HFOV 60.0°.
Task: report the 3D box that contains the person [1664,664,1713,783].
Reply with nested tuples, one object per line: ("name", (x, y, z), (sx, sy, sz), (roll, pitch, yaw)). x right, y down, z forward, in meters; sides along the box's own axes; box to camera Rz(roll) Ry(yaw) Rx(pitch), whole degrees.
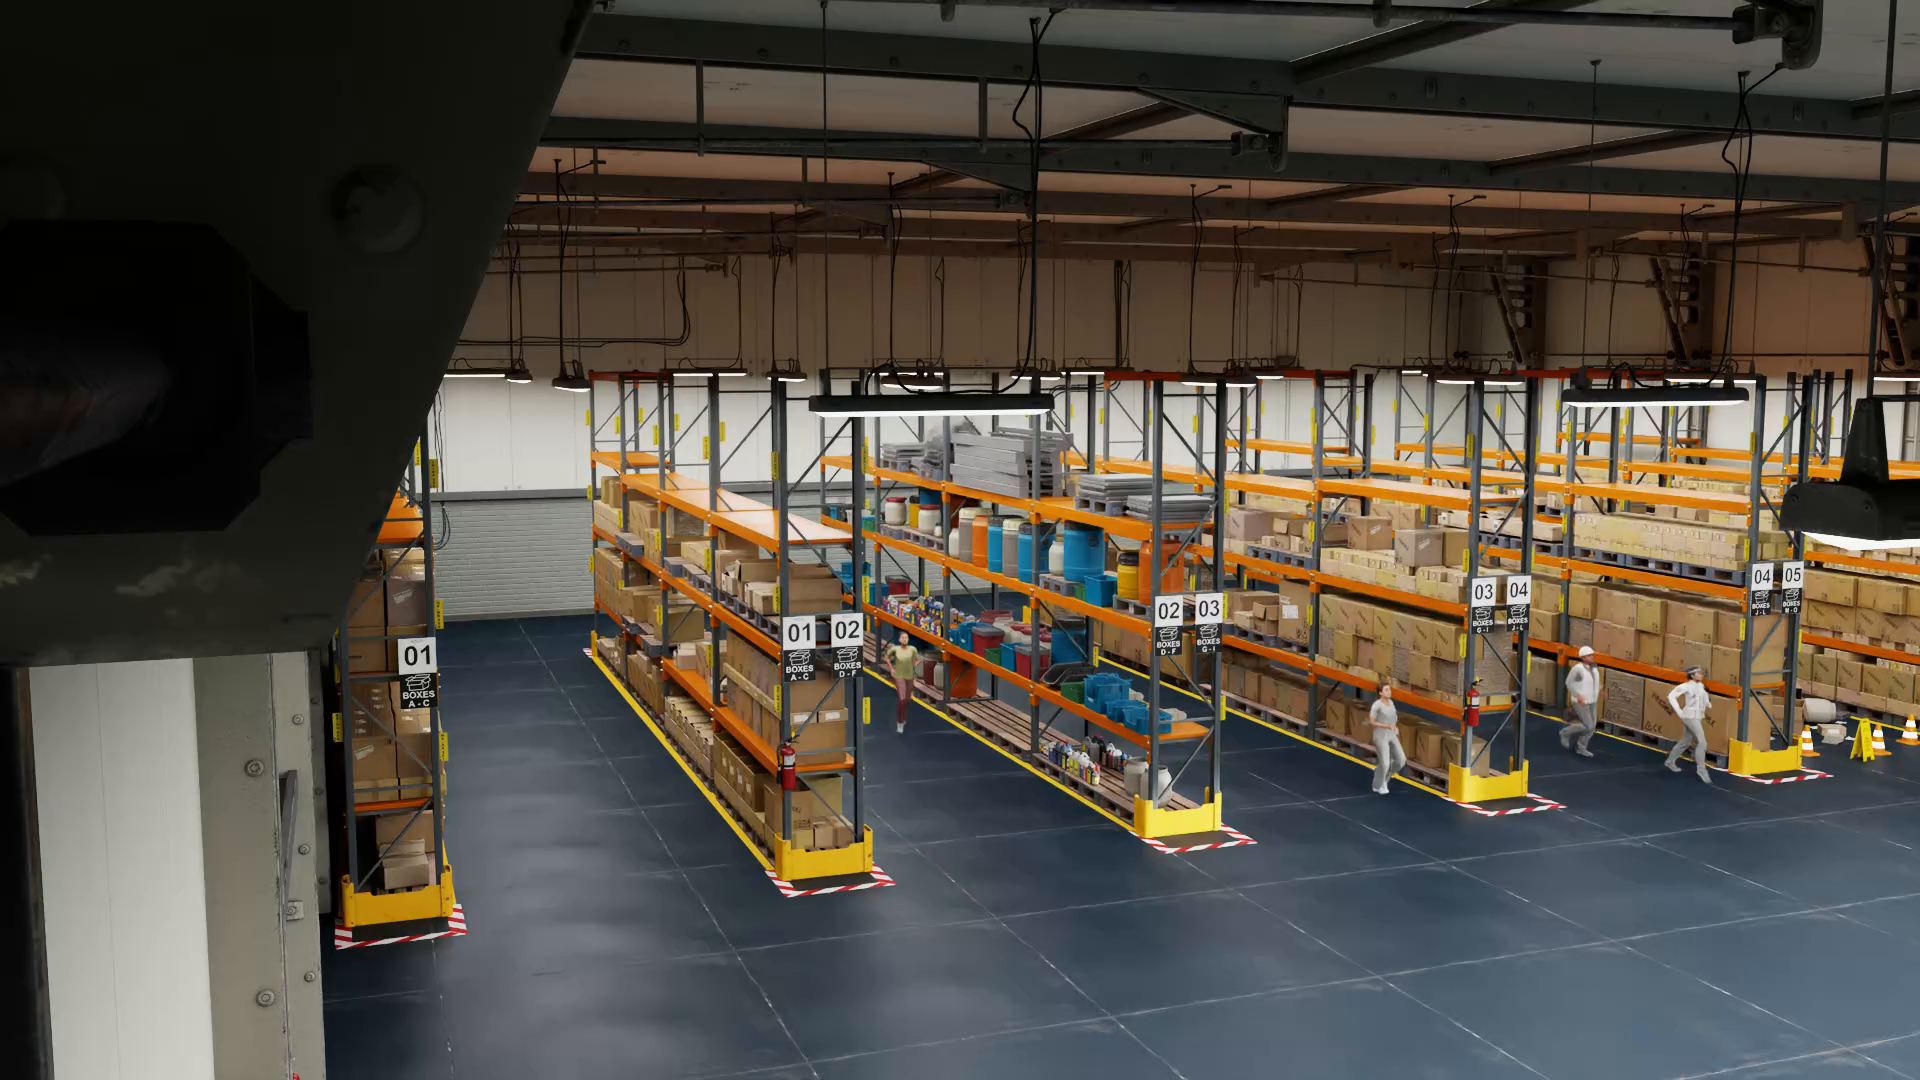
("person", (10.985, 2.718, 24.923), (0.769, 1.748, 0.646), (6, 9, 43))

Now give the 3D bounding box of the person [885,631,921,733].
("person", (-0.937, 2.374, 28.086), (0.567, 1.712, 0.700), (-2, 7, -18))

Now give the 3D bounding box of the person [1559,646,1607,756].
("person", (9.894, 2.541, 26.333), (0.656, 1.746, 0.627), (-4, 8, -32))

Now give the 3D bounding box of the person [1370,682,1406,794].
("person", (6.146, 2.851, 23.854), (0.554, 1.627, 0.548), (-3, 7, -28))
